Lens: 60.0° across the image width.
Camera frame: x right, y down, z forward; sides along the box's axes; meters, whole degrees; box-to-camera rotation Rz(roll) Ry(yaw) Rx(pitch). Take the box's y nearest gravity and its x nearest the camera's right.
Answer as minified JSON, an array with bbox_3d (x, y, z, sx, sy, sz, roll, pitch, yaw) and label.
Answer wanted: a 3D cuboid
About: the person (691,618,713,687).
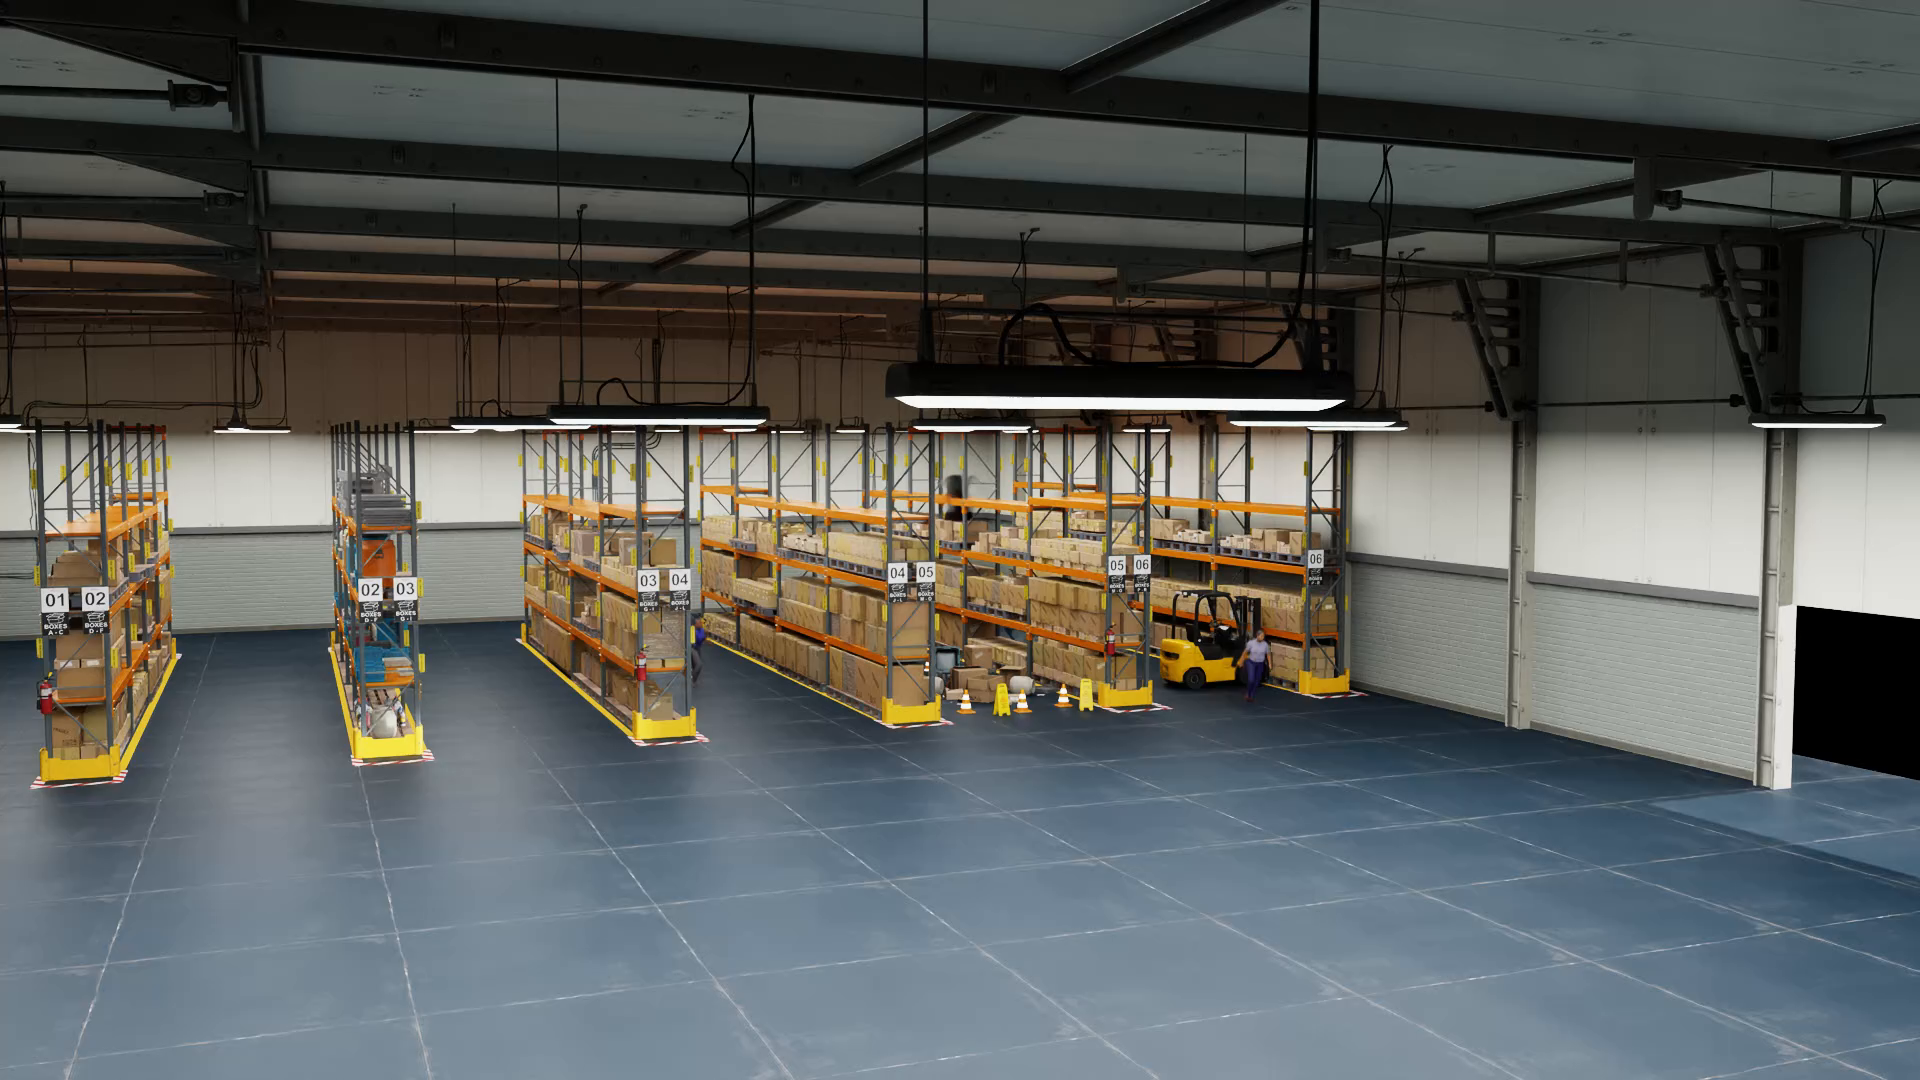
[{"bbox_3d":[-6.016,2.590,38.183,0.817,1.618,0.607,2,4,23],"label":"person"}]

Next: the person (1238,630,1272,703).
[{"bbox_3d":[6.334,2.703,35.548,0.587,1.606,0.677,-1,4,-15],"label":"person"}]

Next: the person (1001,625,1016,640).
[{"bbox_3d":[1.282,2.108,45.443,0.545,1.527,0.780,-3,5,-38],"label":"person"}]
